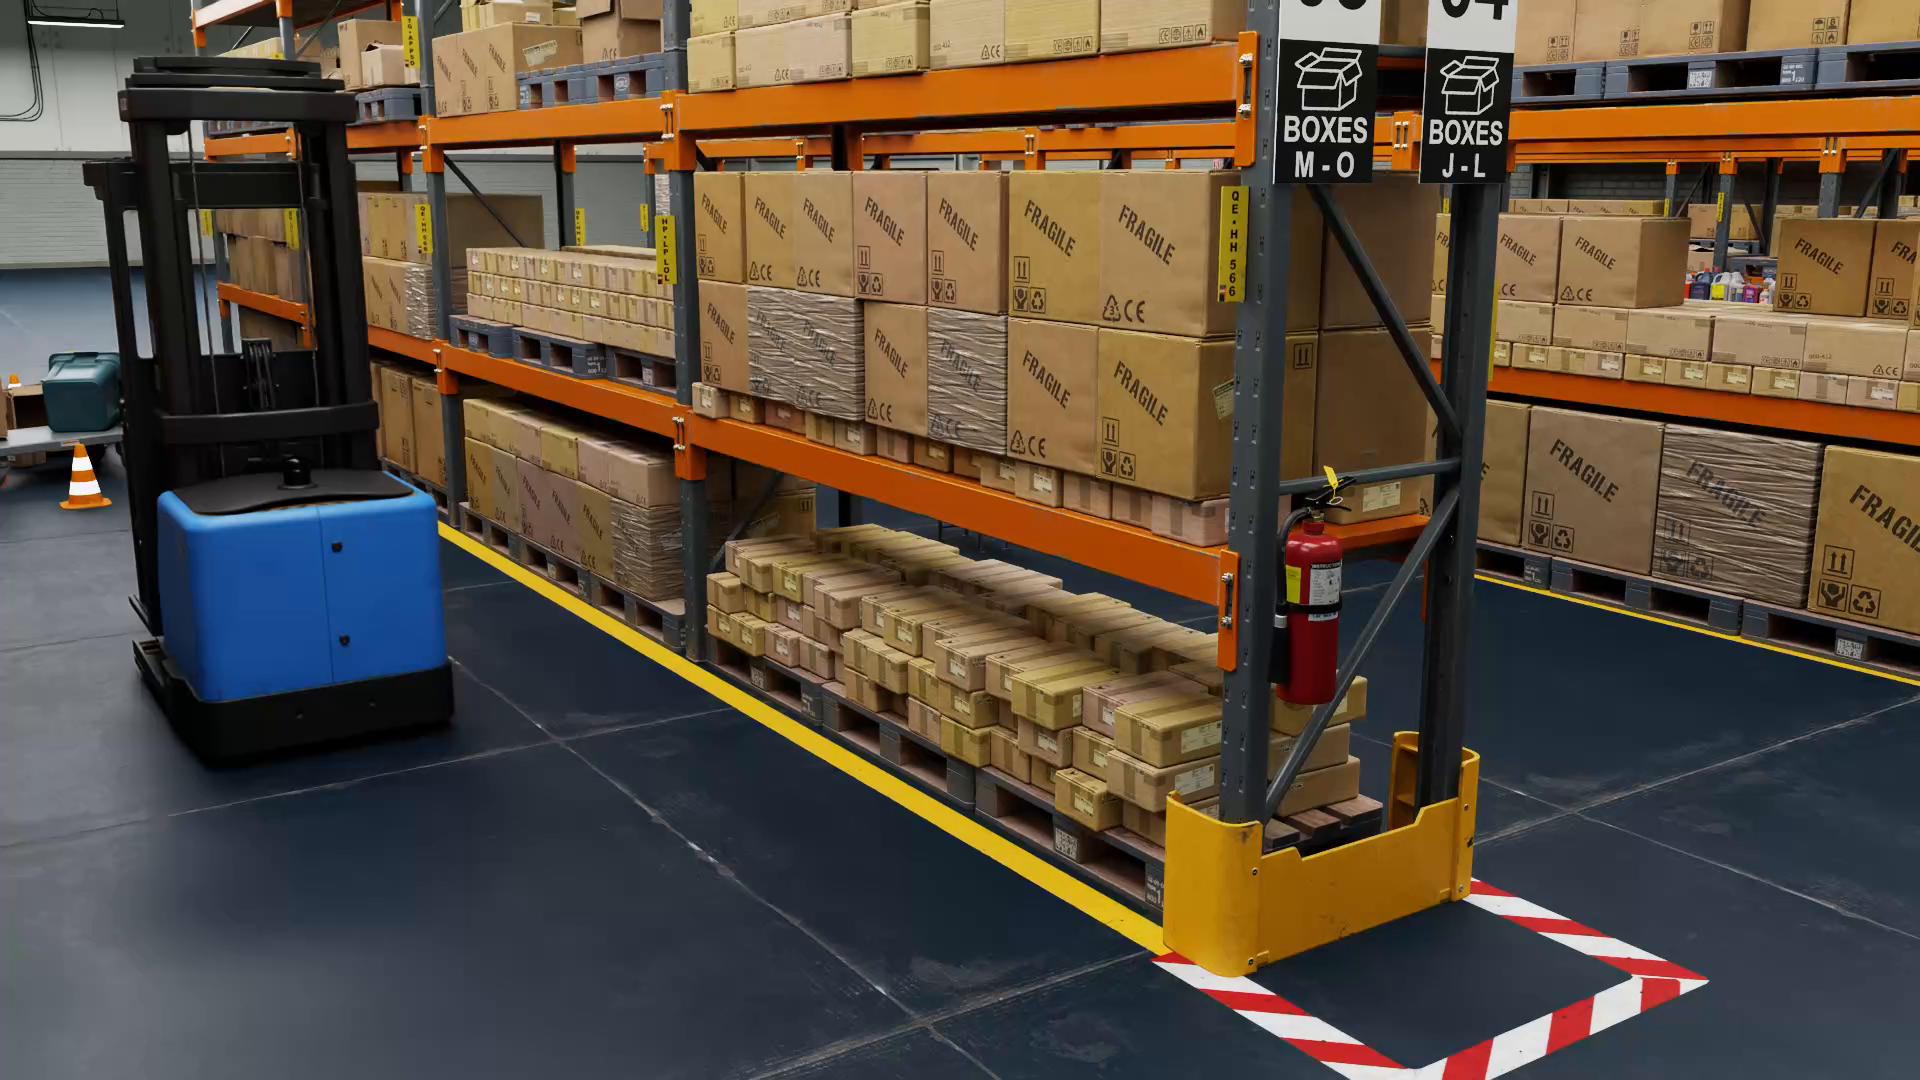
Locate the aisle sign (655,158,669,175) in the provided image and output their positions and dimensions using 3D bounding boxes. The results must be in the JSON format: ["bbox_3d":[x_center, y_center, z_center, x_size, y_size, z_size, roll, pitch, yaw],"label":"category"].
[{"bbox_3d":[-3.708,-4.849,20.430,0.394,0.787,0.004,-8,15,-33],"label":"aisle sign"}]

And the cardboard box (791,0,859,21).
[{"bbox_3d":[-0.354,-2.242,6.754,0.500,0.250,0.500,-8,15,-32],"label":"cardboard box"}]

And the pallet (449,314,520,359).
[{"bbox_3d":[-2.693,-1.404,11.209,1.213,0.211,1.003,-8,15,-33],"label":"pallet"}]

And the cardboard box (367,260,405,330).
[{"bbox_3d":[-4.202,-1.887,12.734,0.500,0.500,0.500,-8,15,-34],"label":"cardboard box"}]

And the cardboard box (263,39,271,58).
[{"bbox_3d":[-6.000,-4.382,14.860,0.380,0.149,0.250,-8,15,-33],"label":"cardboard box"}]

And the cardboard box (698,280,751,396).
[{"bbox_3d":[-0.895,-0.977,7.876,0.500,0.500,0.500,-8,15,-34],"label":"cardboard box"}]

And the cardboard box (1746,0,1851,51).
[{"bbox_3d":[4.570,-2.813,8.731,0.700,0.500,0.500,-9,15,-37],"label":"cardboard box"}]

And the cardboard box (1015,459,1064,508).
[{"bbox_3d":[0.421,-0.225,5.957,0.380,0.149,0.250,-8,14,-31],"label":"cardboard box"}]

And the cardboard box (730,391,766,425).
[{"bbox_3d":[-0.871,-0.651,7.907,0.380,0.149,0.250,-8,14,-31],"label":"cardboard box"}]

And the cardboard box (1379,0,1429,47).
[{"bbox_3d":[1.220,-1.691,5.404,0.500,0.250,0.500,-7,14,-31],"label":"cardboard box"}]

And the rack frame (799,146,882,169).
[{"bbox_3d":[-1.207,-2.892,17.566,1.000,3.000,0.127,-8,15,-33],"label":"rack frame"}]

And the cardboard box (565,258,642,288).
[{"bbox_3d":[-2.066,-1.554,9.657,0.380,0.149,0.250,-9,15,-35],"label":"cardboard box"}]

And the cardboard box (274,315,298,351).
[{"bbox_3d":[-6.185,-1.770,16.426,0.875,0.875,0.875,-8,15,-32],"label":"cardboard box"}]

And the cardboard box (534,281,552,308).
[{"bbox_3d":[-2.361,-1.501,10.113,0.380,0.149,0.250,-8,15,-33],"label":"cardboard box"}]

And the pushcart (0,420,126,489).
[{"bbox_3d":[-7.587,-0.717,13.757,0.936,0.377,1.648,9,15,35],"label":"pushcart"}]

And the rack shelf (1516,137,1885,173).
[{"bbox_3d":[6.240,-3.525,15.124,1.077,0.370,4.000,-8,15,-33],"label":"rack shelf"}]

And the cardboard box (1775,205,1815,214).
[{"bbox_3d":[12.111,-4.607,24.142,0.700,0.500,0.500,-6,14,-25],"label":"cardboard box"}]

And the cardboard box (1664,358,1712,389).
[{"bbox_3d":[4.123,-0.932,9.189,0.380,0.149,0.250,-8,15,-32],"label":"cardboard box"}]

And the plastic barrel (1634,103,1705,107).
[{"bbox_3d":[6.275,-4.257,14.627,0.600,0.901,0.708,-8,15,-33],"label":"plastic barrel"}]

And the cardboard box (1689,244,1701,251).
[{"bbox_3d":[8.923,-3.491,20.514,0.500,0.311,0.500,-8,15,-33],"label":"cardboard box"}]

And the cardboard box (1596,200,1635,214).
[{"bbox_3d":[10.363,-5.090,26.163,0.500,0.500,0.500,-8,15,-33],"label":"cardboard box"}]

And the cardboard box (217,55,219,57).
[{"bbox_3d":[-7.269,-4.788,16.720,0.380,0.149,0.250,-8,15,-32],"label":"cardboard box"}]

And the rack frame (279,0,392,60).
[{"bbox_3d":[-5.393,-5.254,14.323,1.000,3.000,0.127,-8,15,-33],"label":"rack frame"}]

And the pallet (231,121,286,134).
[{"bbox_3d":[-6.509,-4.109,16.315,1.003,0.211,1.213,-8,15,-33],"label":"pallet"}]

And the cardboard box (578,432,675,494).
[{"bbox_3d":[-1.857,-0.446,9.494,0.500,0.250,0.500,-7,14,-30],"label":"cardboard box"}]

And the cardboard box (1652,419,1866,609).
[{"bbox_3d":[4.516,-0.191,9.206,0.875,0.875,0.875,-8,15,-33],"label":"cardboard box"}]

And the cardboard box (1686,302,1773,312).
[{"bbox_3d":[4.538,-1.221,9.579,0.500,0.250,0.500,-8,15,-34],"label":"cardboard box"}]

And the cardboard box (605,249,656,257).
[{"bbox_3d":[-2.090,-1.813,10.845,0.380,0.149,0.250,-8,14,-31],"label":"cardboard box"}]

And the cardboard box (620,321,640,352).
[{"bbox_3d":[-1.626,-1.121,9.070,0.380,0.149,0.250,-8,15,-33],"label":"cardboard box"}]

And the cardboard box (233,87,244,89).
[{"bbox_3d":[-6.715,-4.441,16.063,0.500,0.250,0.500,-8,15,-33],"label":"cardboard box"}]

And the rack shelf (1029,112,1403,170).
[{"bbox_3d":[2.117,-2.939,12.443,1.077,0.370,4.000,-8,15,-33],"label":"rack shelf"}]

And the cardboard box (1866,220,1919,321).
[{"bbox_3d":[5.123,-1.403,8.654,0.500,0.500,0.500,-9,15,-34],"label":"cardboard box"}]

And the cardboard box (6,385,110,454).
[{"bbox_3d":[-8.068,-1.099,14.893,0.797,0.637,0.503,-8,15,-33],"label":"cardboard box"}]

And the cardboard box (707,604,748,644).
[{"bbox_3d":[-1.026,0.390,8.247,0.380,0.149,0.250,-9,15,-35],"label":"cardboard box"}]

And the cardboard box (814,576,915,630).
[{"bbox_3d":[-0.421,0.276,7.375,0.380,0.149,0.250,-8,15,-32],"label":"cardboard box"}]

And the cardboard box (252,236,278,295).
[{"bbox_3d":[-6.509,-2.748,16.556,0.875,0.550,0.500,-8,15,-33],"label":"cardboard box"}]

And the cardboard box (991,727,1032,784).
[{"bbox_3d":[0.342,0.796,6.389,0.380,0.149,0.250,-8,15,-32],"label":"cardboard box"}]

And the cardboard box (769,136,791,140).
[{"bbox_3d":[-1.677,-4.335,17.491,0.500,0.250,0.500,-7,14,-31],"label":"cardboard box"}]

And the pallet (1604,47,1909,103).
[{"bbox_3d":[4.341,-2.528,9.087,1.003,0.211,1.213,-8,15,-33],"label":"pallet"}]

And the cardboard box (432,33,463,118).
[{"bbox_3d":[-3.081,-2.993,10.771,0.500,0.500,0.500,-8,15,-33],"label":"cardboard box"}]

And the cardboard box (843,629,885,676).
[{"bbox_3d":[-0.279,0.470,7.185,0.380,0.149,0.250,-8,15,-33],"label":"cardboard box"}]

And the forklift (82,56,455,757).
[{"bbox_3d":[-3.494,-0.783,8.079,1.130,2.935,3.031,-8,15,-32],"label":"forklift"}]

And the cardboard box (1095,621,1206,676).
[{"bbox_3d":[0.756,0.445,6.601,0.380,0.149,0.250,-9,15,-36],"label":"cardboard box"}]

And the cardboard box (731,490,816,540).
[{"bbox_3d":[-1.149,-0.047,9.424,0.500,0.500,0.500,-7,14,-31],"label":"cardboard box"}]

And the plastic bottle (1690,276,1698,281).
[{"bbox_3d":[6.472,-2.197,14.690,0.097,0.271,0.097,0,12,0],"label":"plastic bottle"}]

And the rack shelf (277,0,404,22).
[{"bbox_3d":[-4.284,-4.351,12.816,1.077,0.370,4.000,-8,15,-33],"label":"rack shelf"}]

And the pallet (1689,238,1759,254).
[{"bbox_3d":[11.466,-4.404,24.929,1.003,0.211,1.213,-8,15,-33],"label":"pallet"}]

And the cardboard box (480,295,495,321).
[{"bbox_3d":[-2.948,-1.543,11.001,0.380,0.149,0.250,-7,14,-30],"label":"cardboard box"}]

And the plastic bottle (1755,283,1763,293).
[{"bbox_3d":[7.111,-2.192,14.831,0.097,0.201,0.097,0,12,0],"label":"plastic bottle"}]

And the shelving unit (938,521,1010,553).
[{"bbox_3d":[0.092,-0.557,11.099,0.258,1.200,0.503,-8,15,-33],"label":"shelving unit"}]

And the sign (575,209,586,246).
[{"bbox_3d":[-2.730,-2.205,11.897,0.100,0.325,0.005,-8,15,-33],"label":"sign"}]

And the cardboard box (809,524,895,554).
[{"bbox_3d":[-0.546,0.029,8.505,0.380,0.149,0.250,-8,14,-31],"label":"cardboard box"}]
